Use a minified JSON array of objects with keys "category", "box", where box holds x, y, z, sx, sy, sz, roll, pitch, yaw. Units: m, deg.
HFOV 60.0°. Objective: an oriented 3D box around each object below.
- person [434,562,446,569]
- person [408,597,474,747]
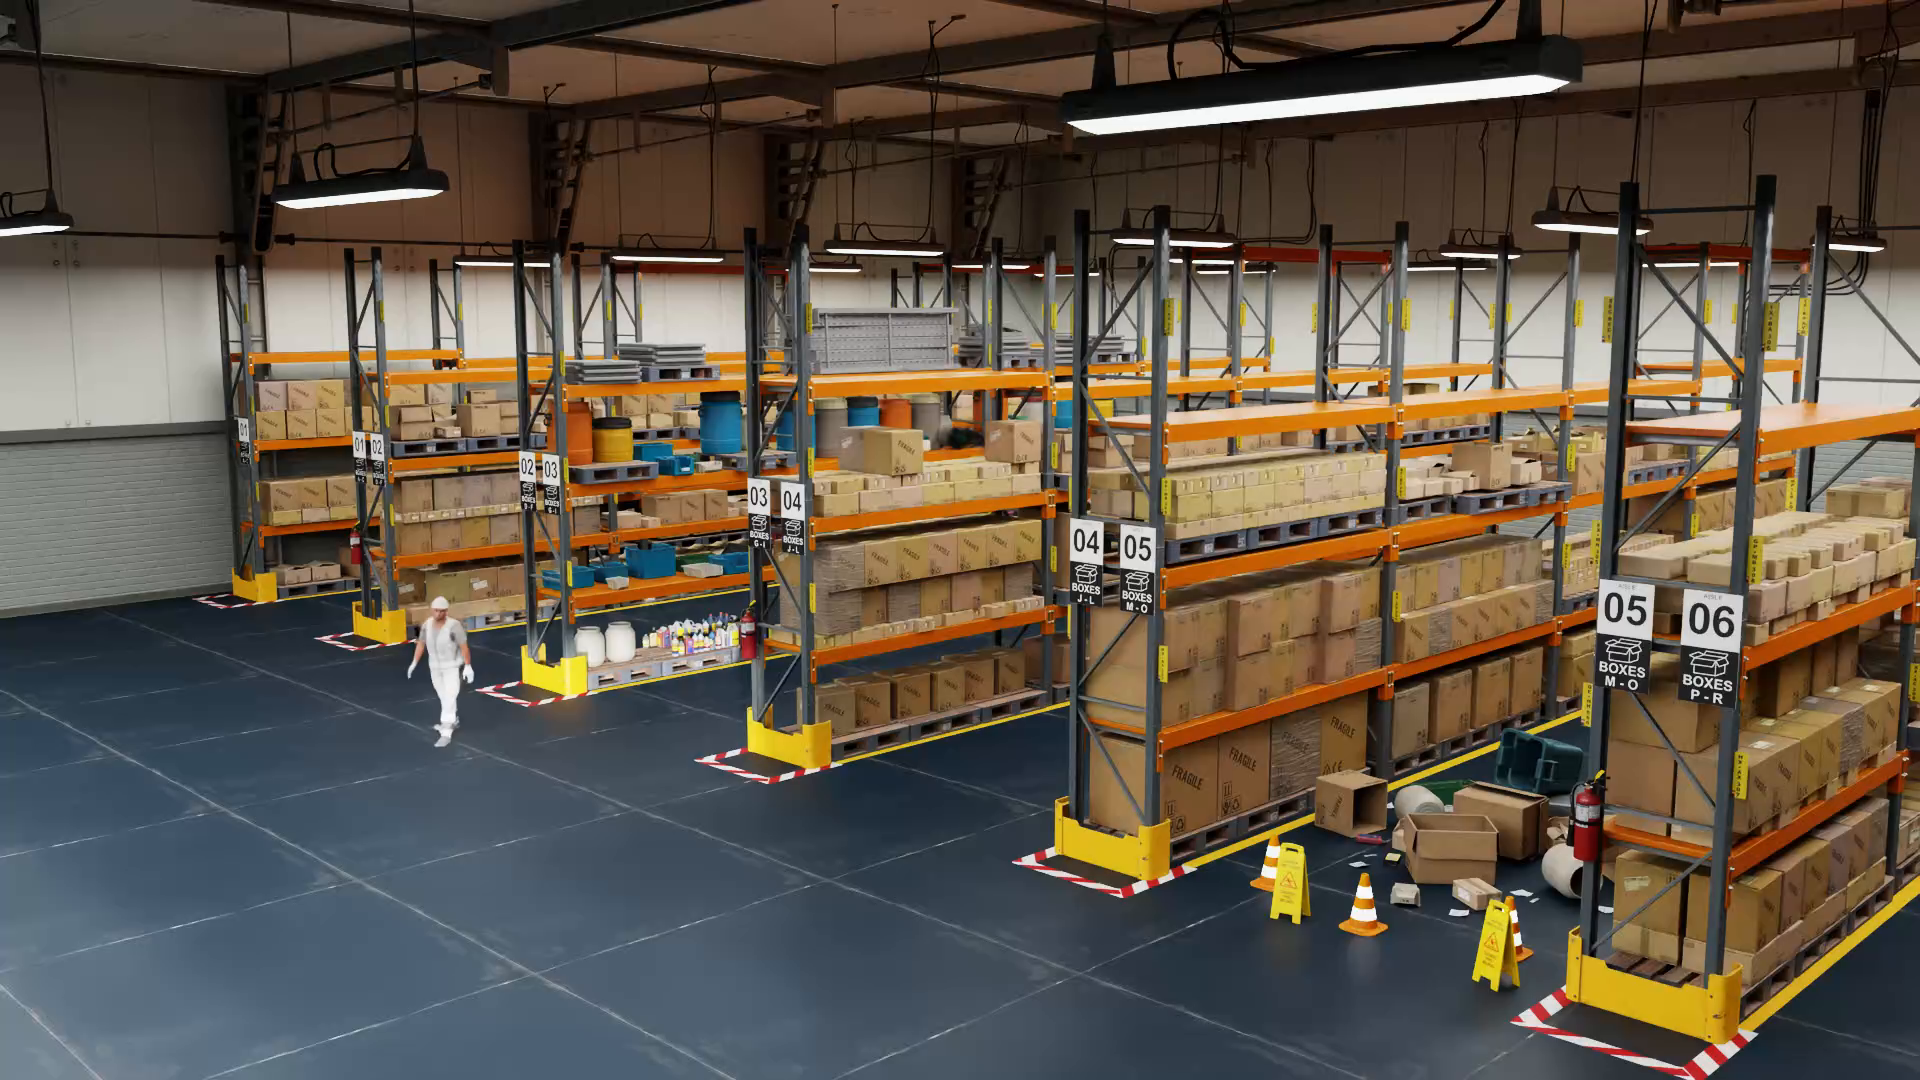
[{"category":"person","box":[-8.927,0.301,28.687,0.573,1.640,0.940,4,9,27]},{"category":"person","box":[-6.143,1.513,19.742,0.700,1.736,0.910,2,8,14]}]
